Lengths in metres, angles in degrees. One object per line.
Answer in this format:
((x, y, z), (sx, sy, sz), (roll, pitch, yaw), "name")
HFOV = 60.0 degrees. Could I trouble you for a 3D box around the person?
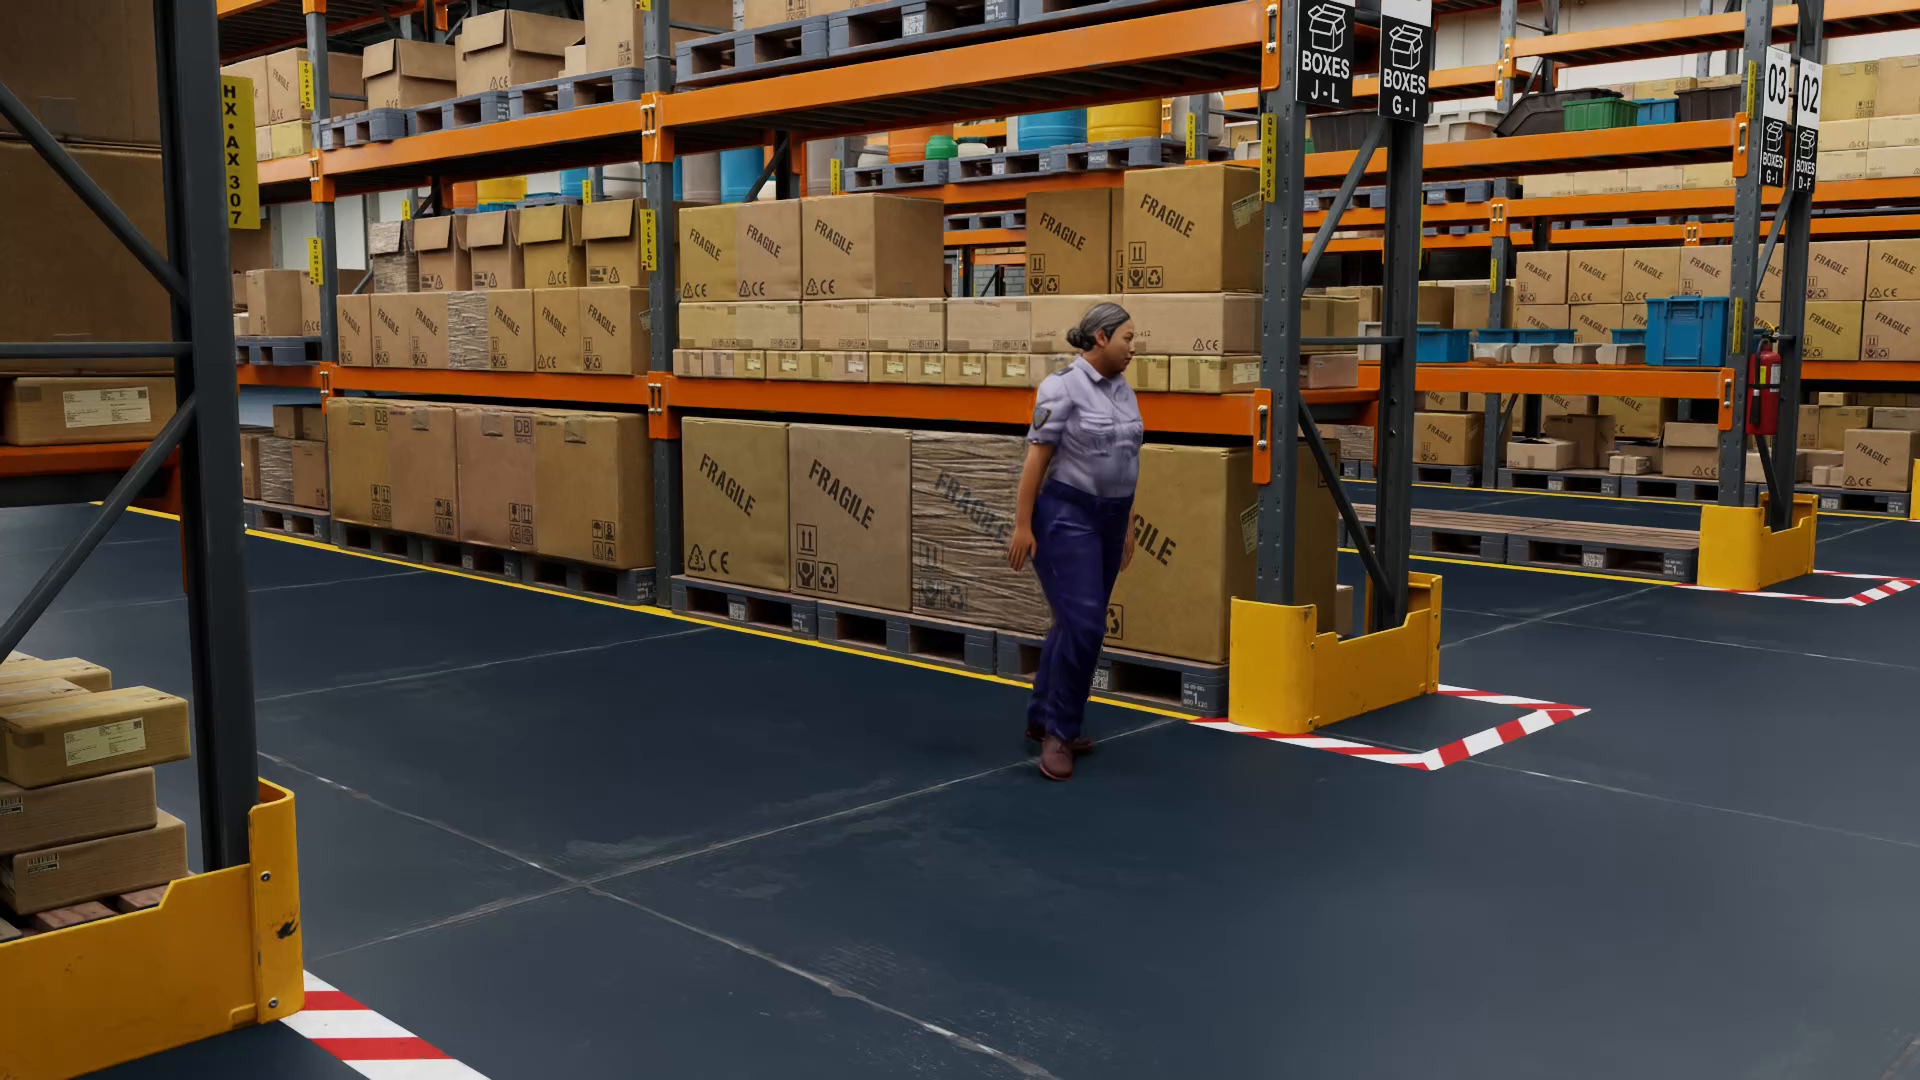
((0.401, -0.017, 5.971), (0.503, 1.661, 0.579), (6, 10, 42), "person")
